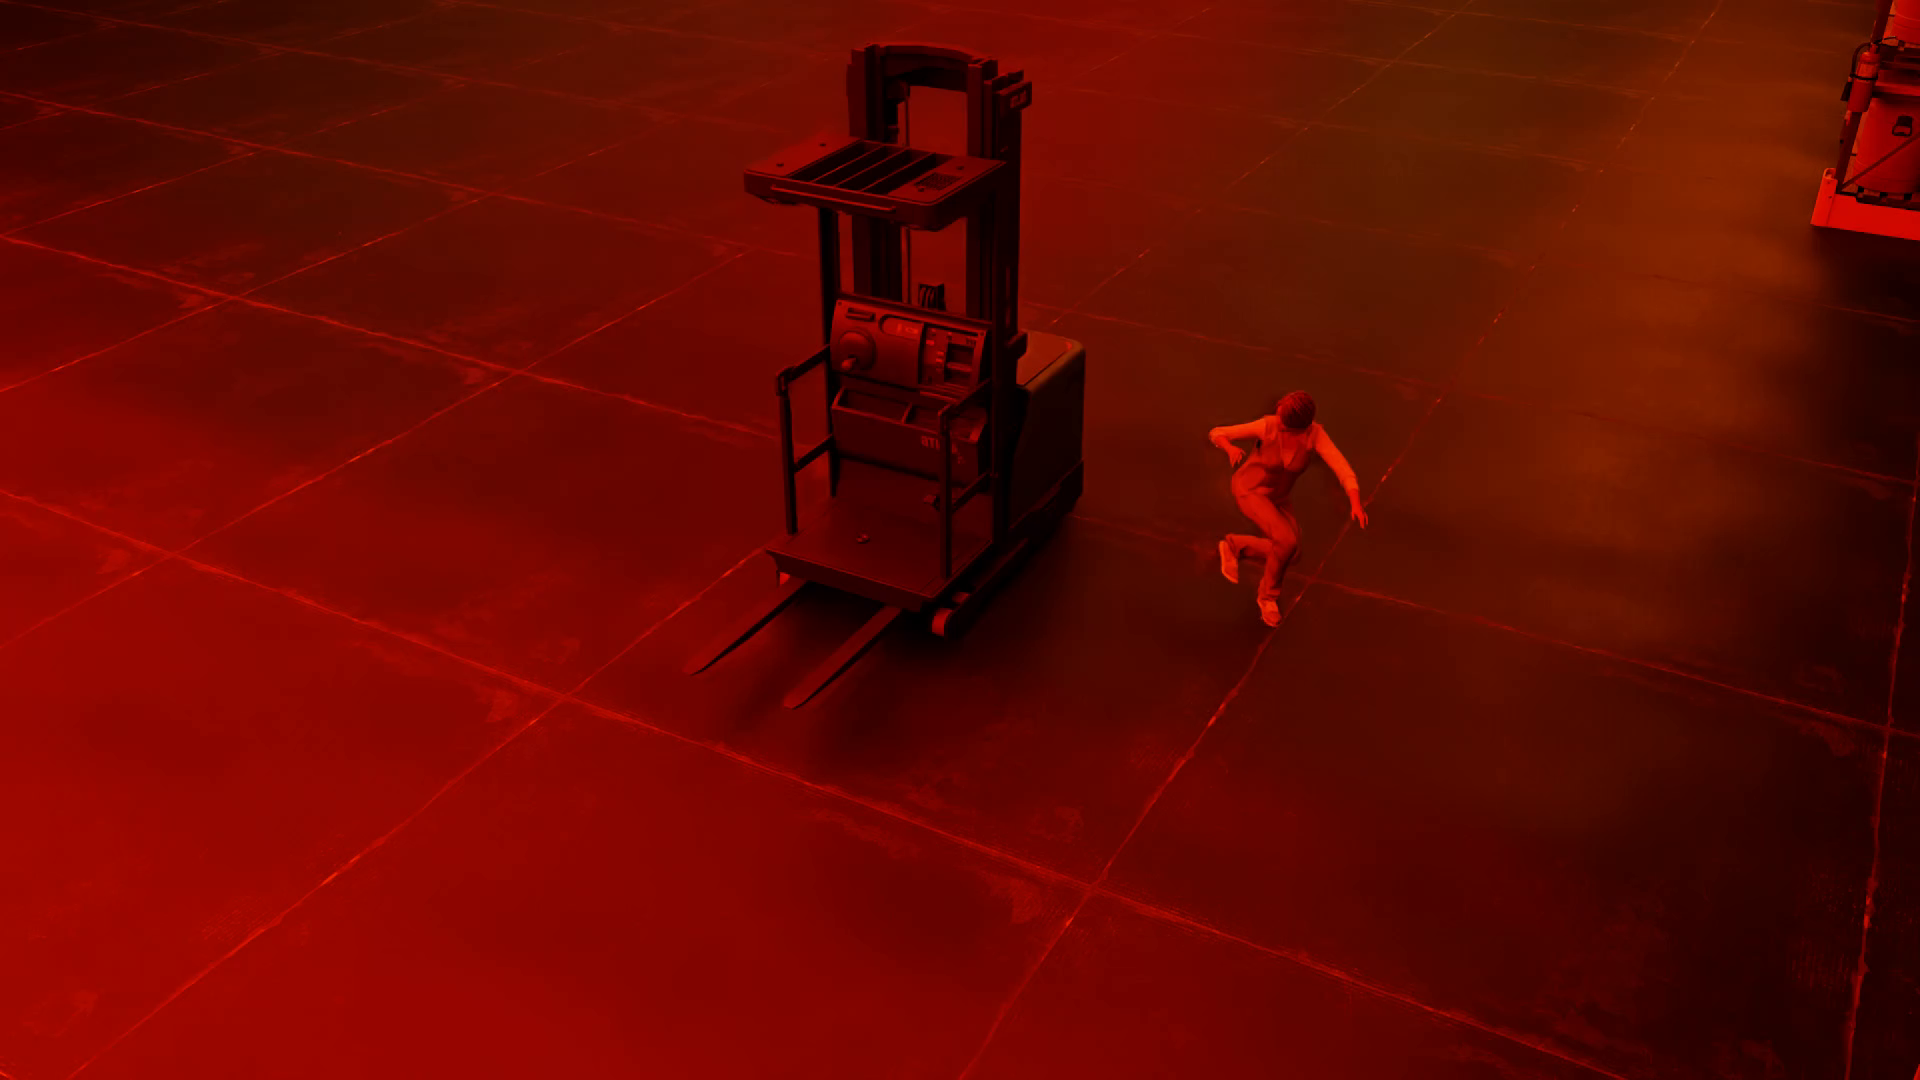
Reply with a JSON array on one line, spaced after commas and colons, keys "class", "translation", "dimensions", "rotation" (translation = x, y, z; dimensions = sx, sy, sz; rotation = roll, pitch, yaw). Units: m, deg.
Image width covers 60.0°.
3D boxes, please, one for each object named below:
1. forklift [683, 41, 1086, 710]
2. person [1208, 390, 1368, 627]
[{"class": "forklift", "translation": [-0.383, -0.994, 8.793], "dimensions": [1.130, 2.935, 3.031], "rotation": [15, 33, 25]}, {"class": "person", "translation": [1.707, -0.149, 8.947], "dimensions": [0.674, 1.340, 0.988], "rotation": [-13, 32, -21]}]
